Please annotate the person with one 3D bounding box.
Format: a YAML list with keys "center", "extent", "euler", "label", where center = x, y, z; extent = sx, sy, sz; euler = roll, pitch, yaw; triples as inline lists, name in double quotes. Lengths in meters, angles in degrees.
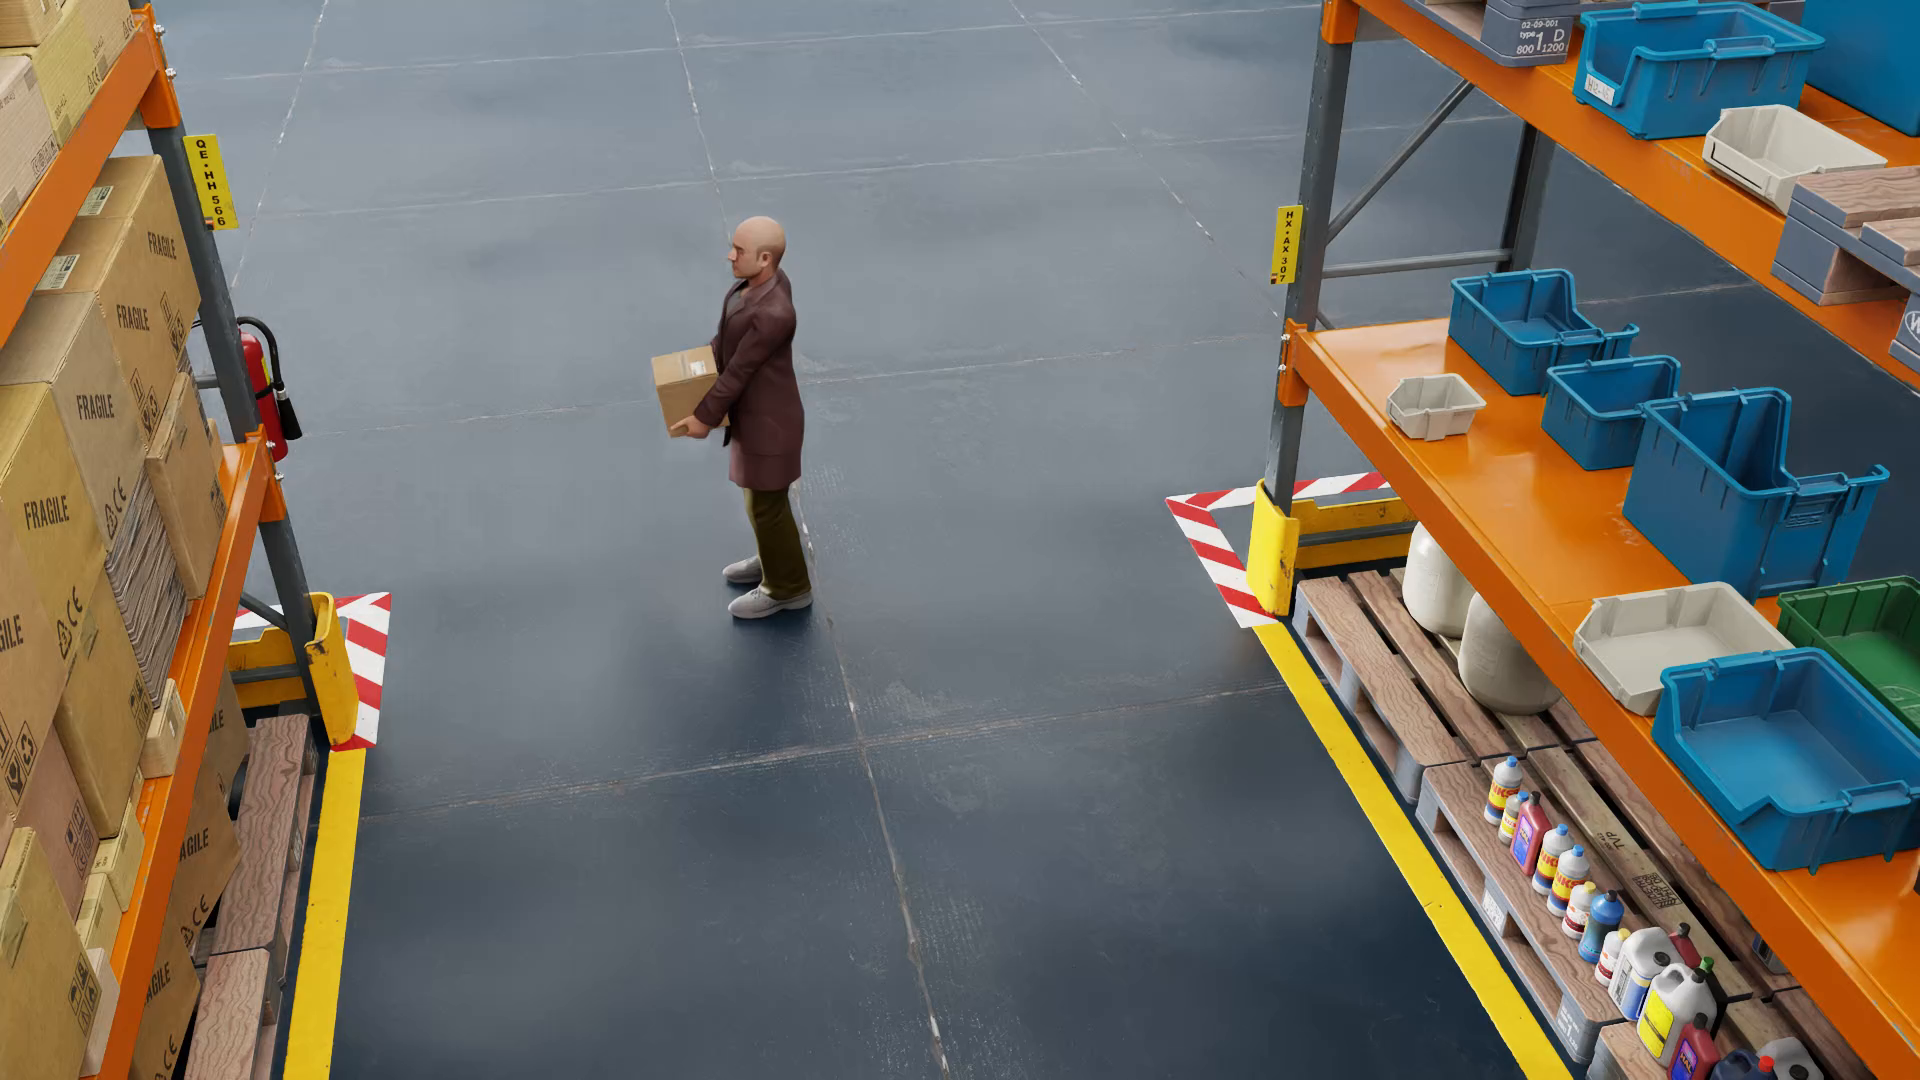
- center: [-0.924, -0.406, 6.948]
  extent: [0.554, 1.573, 0.525]
  euler: [-7, 35, -11]
  label: "person"
